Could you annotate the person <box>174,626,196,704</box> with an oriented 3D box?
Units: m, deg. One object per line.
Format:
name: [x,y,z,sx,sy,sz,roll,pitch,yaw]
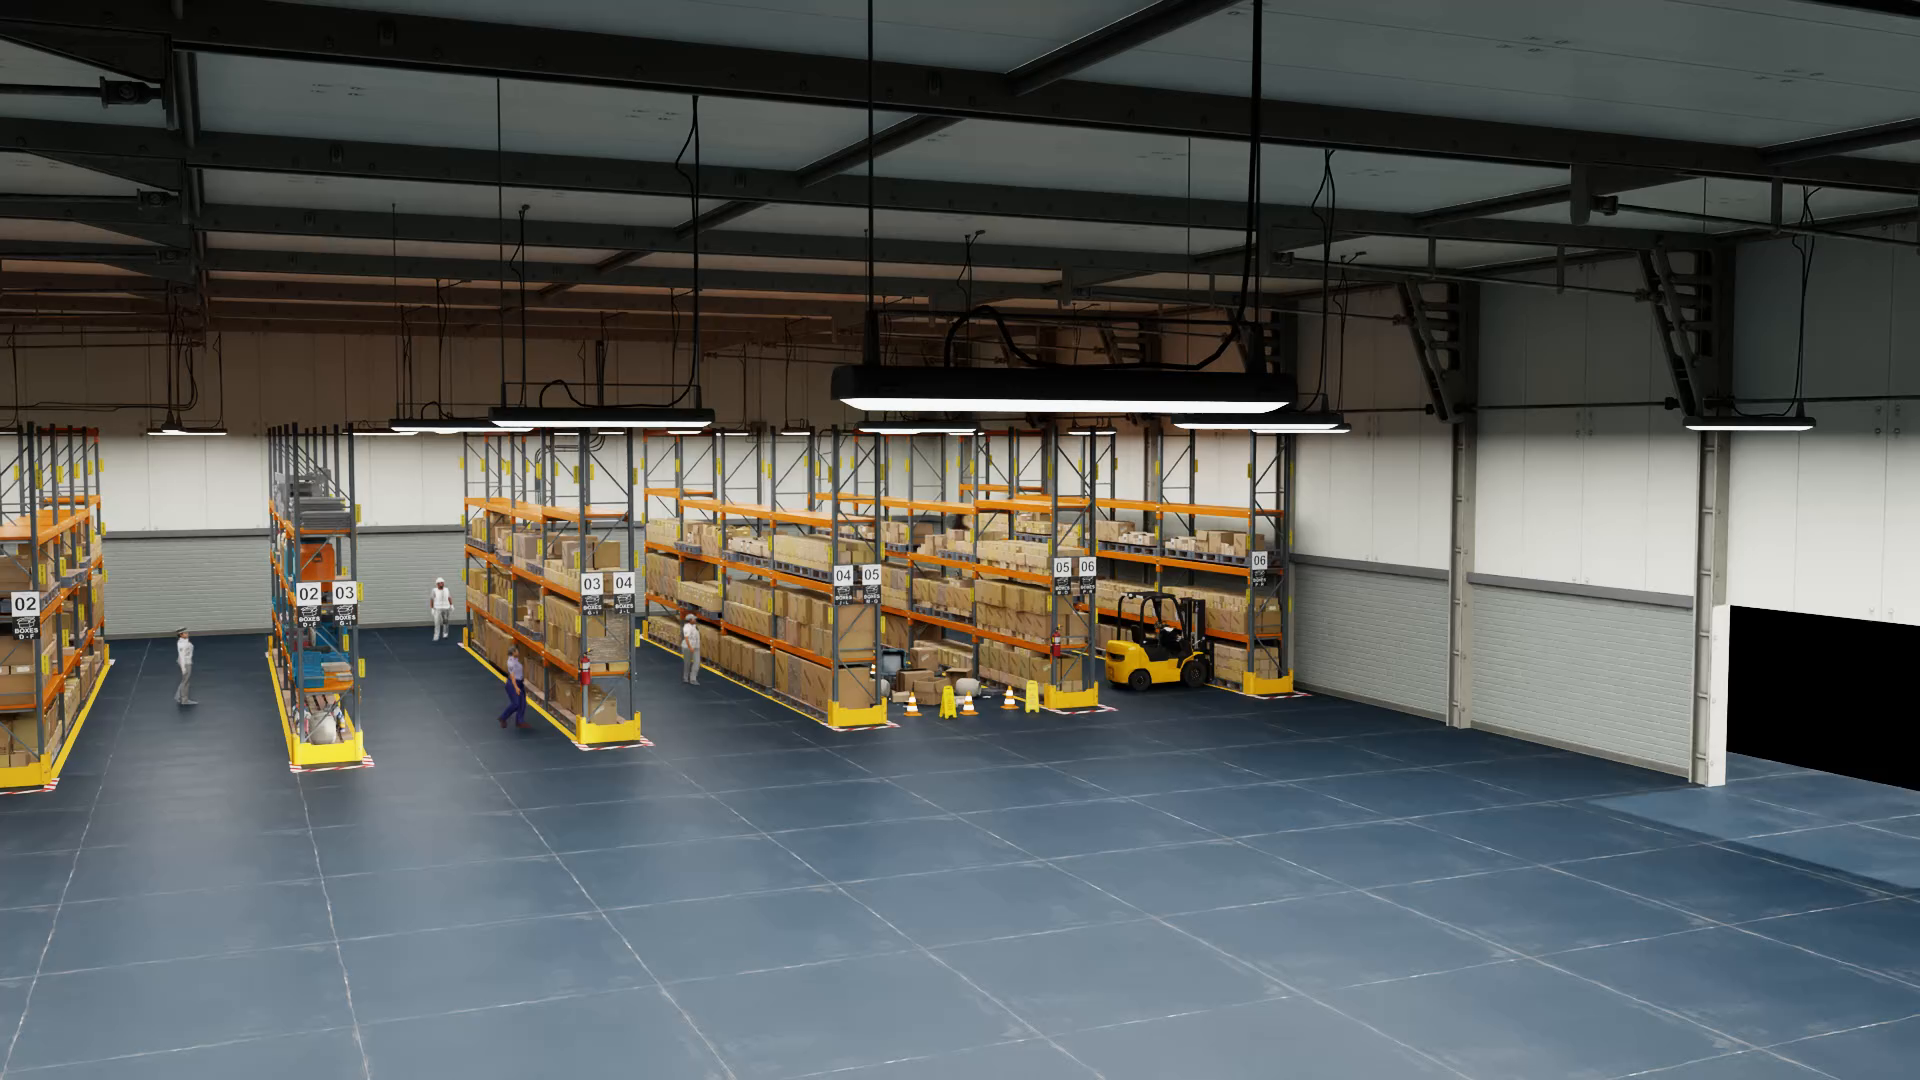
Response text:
person: [-16.638,2.690,35.703,0.442,1.694,0.503,-2,4,-35]

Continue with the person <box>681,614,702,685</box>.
person: [-6.272,2.545,38.803,0.673,1.667,0.512,3,5,43]

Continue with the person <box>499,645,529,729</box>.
person: [-8.838,2.907,32.967,0.581,1.649,0.526,0,4,7]

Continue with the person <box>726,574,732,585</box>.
person: [-6.910,1.902,49.800,0.471,1.700,0.476,0,3,5]

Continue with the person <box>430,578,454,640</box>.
person: [-14.672,1.945,47.104,0.652,1.731,1.004,-1,4,-12]
